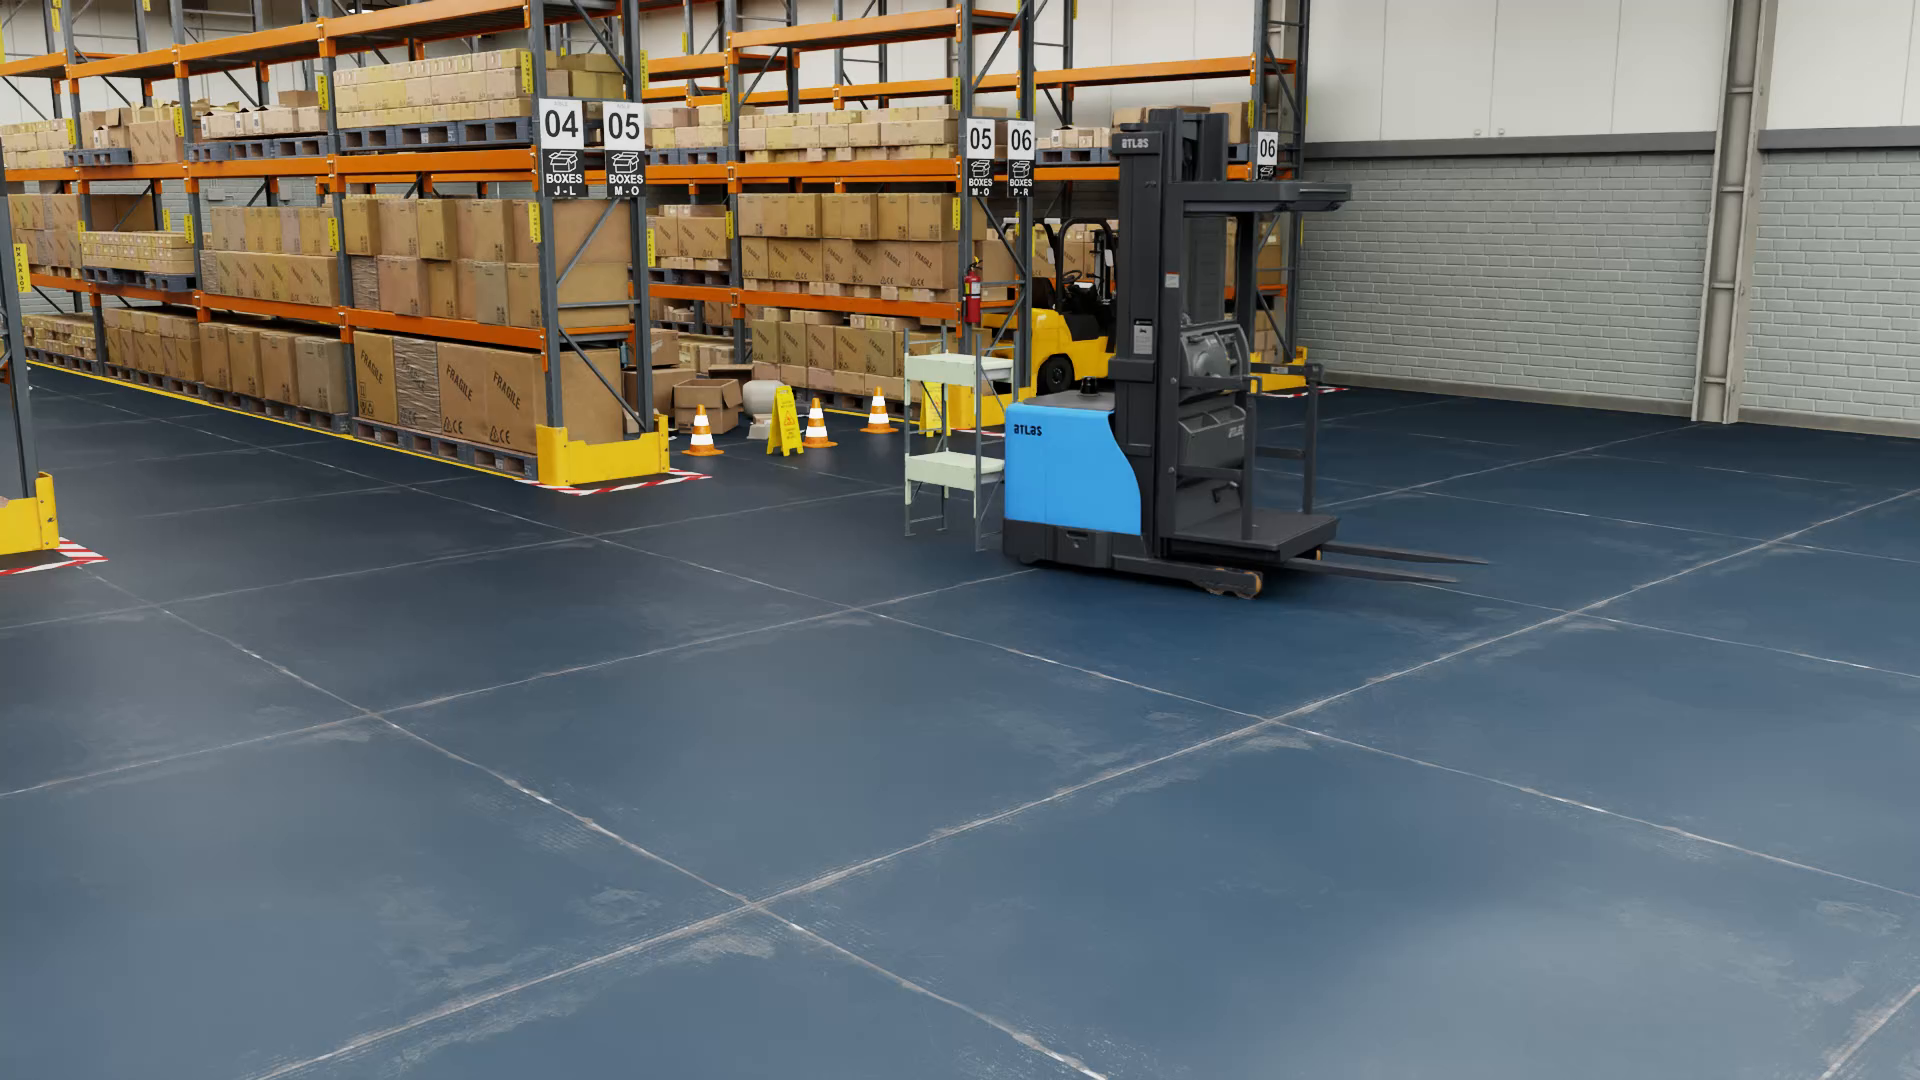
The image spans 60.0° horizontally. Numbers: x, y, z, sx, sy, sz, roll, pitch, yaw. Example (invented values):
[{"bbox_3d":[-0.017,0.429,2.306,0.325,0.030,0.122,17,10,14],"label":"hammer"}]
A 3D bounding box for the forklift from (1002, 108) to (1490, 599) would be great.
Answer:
[{"bbox_3d":[1.796,-1.198,10.463,3.031,2.935,1.130,8,14,32],"label":"forklift"}]

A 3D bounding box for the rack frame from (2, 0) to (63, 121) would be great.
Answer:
[{"bbox_3d":[-14.179,-7.301,25.048,1.000,3.000,0.127,-11,16,-43],"label":"rack frame"}]

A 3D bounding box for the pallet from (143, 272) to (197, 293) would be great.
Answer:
[{"bbox_3d":[-9.223,-3.190,20.439,1.213,0.211,1.003,-11,16,-43],"label":"pallet"}]

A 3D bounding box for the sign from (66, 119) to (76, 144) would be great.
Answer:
[{"bbox_3d":[-11.804,-5.425,22.093,0.100,0.325,0.005,-11,16,-43],"label":"sign"}]

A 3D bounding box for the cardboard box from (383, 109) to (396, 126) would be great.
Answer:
[{"bbox_3d":[-5.182,-3.963,15.616,0.380,0.149,0.250,-11,16,-43],"label":"cardboard box"}]

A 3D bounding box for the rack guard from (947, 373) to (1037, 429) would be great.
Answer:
[{"bbox_3d":[0.328,-1.519,18.045,1.175,0.500,0.348,-11,16,-43],"label":"rack guard"}]

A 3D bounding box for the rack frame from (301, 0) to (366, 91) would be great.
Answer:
[{"bbox_3d":[-10.668,-8.006,28.468,1.000,3.000,0.127,-11,16,-43],"label":"rack frame"}]

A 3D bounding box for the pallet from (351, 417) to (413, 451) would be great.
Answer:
[{"bbox_3d":[-5.423,-1.124,16.843,1.003,0.211,1.213,-11,16,-43],"label":"pallet"}]

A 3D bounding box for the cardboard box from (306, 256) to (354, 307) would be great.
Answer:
[{"bbox_3d":[-6.445,-2.699,17.332,0.500,0.500,0.500,-11,16,-43],"label":"cardboard box"}]

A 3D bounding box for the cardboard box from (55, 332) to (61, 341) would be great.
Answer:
[{"bbox_3d":[-13.053,-3.022,24.435,0.380,0.149,0.250,-10,15,-40],"label":"cardboard box"}]

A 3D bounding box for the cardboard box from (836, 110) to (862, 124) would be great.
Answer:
[{"bbox_3d":[-1.150,-4.696,18.485,0.380,0.149,0.250,-10,16,-41],"label":"cardboard box"}]

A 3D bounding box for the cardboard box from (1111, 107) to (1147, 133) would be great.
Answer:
[{"bbox_3d":[2.475,-5.484,22.116,0.797,0.503,0.637,-10,15,-41],"label":"cardboard box"}]

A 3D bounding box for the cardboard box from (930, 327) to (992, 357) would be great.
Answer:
[{"bbox_3d":[0.007,-2.118,18.674,0.500,0.500,0.500,11,16,43],"label":"cardboard box"}]

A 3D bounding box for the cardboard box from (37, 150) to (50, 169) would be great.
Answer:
[{"bbox_3d":[-12.638,-5.357,23.418,0.500,0.250,0.500,-11,16,-43],"label":"cardboard box"}]

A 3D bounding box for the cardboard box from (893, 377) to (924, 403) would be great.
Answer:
[{"bbox_3d":[-0.388,-1.675,18.382,0.500,0.250,0.500,-11,16,-43],"label":"cardboard box"}]

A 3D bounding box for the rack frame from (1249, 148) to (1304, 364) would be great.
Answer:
[{"bbox_3d":[3.968,-3.424,21.099,1.000,3.000,0.127,-11,16,-43],"label":"rack frame"}]

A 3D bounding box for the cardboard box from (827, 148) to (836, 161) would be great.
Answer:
[{"bbox_3d":[-1.277,-4.357,18.814,0.380,0.149,0.250,-11,16,-42],"label":"cardboard box"}]

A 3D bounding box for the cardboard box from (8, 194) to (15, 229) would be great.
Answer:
[{"bbox_3d":[-14.061,-4.945,25.015,0.500,0.500,0.500,-11,16,-43],"label":"cardboard box"}]

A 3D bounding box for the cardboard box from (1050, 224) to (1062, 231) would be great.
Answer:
[{"bbox_3d":[1.470,-4.410,23.288,0.380,0.149,0.250,-11,16,-42],"label":"cardboard box"}]

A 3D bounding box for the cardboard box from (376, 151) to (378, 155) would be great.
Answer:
[{"bbox_3d":[-9.385,-6.525,27.178,0.500,0.500,0.500,-11,16,-42],"label":"cardboard box"}]

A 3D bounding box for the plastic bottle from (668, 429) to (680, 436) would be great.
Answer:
[{"bbox_3d":[-3.050,-1.116,17.174,0.283,0.061,0.133,6,13,26],"label":"plastic bottle"}]

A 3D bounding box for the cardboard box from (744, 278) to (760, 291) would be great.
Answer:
[{"bbox_3d":[-2.396,-3.102,20.158,0.380,0.149,0.250,-11,16,-43],"label":"cardboard box"}]

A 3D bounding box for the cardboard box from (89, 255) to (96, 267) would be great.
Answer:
[{"bbox_3d":[-11.281,-3.700,22.020,0.380,0.149,0.250,-11,16,-42],"label":"cardboard box"}]

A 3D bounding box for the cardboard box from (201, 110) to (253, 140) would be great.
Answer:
[{"bbox_3d":[-8.313,-4.739,18.979,0.500,0.311,0.500,-11,16,-42],"label":"cardboard box"}]

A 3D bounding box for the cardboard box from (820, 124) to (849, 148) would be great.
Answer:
[{"bbox_3d":[-1.226,-4.533,18.679,0.500,0.250,0.500,-11,16,-42],"label":"cardboard box"}]

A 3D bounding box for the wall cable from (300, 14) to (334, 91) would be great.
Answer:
[{"bbox_3d":[-12.214,-9.302,34.667,2.988,3.039,0.133,-11,16,-43],"label":"wall cable"}]

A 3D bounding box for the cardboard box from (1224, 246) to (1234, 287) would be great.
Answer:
[{"bbox_3d":[3.439,-3.509,21.260,0.500,0.500,0.500,-11,16,-44],"label":"cardboard box"}]

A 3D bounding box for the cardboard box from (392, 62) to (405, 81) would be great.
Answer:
[{"bbox_3d":[-5.006,-4.317,15.354,0.380,0.149,0.250,-11,16,-43],"label":"cardboard box"}]

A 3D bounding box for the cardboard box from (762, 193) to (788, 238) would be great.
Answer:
[{"bbox_3d":[-1.897,-3.828,19.597,0.700,0.500,0.500,-11,16,-42],"label":"cardboard box"}]

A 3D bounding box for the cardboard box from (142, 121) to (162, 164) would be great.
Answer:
[{"bbox_3d":[-9.587,-4.832,20.252,0.500,0.500,0.500,-11,16,-43],"label":"cardboard box"}]

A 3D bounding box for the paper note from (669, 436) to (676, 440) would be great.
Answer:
[{"bbox_3d":[-2.956,-1.032,16.849,0.144,0.017,0.142,-5,13,-23],"label":"paper note"}]

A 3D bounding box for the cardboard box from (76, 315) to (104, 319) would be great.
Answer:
[{"bbox_3d":[-13.094,-3.310,25.095,0.250,0.149,0.380,11,16,43],"label":"cardboard box"}]

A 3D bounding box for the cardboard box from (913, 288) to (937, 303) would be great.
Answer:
[{"bbox_3d":[-0.287,-2.655,17.989,0.380,0.149,0.250,-11,16,-43],"label":"cardboard box"}]

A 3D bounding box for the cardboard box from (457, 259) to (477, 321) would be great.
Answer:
[{"bbox_3d":[-4.110,-2.325,15.393,0.875,0.550,0.550,-11,16,-43],"label":"cardboard box"}]

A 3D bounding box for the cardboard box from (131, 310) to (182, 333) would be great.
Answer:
[{"bbox_3d":[-10.379,-2.831,21.512,0.500,0.250,0.500,-10,15,-40],"label":"cardboard box"}]

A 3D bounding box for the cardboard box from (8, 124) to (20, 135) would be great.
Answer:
[{"bbox_3d":[-13.655,-5.994,24.285,0.380,0.149,0.250,-11,16,-42],"label":"cardboard box"}]

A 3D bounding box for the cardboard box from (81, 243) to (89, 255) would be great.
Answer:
[{"bbox_3d":[-11.477,-3.886,22.183,0.380,0.149,0.250,-11,16,-42],"label":"cardboard box"}]

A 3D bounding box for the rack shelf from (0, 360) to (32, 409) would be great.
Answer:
[{"bbox_3d":[-8.168,-1.291,12.526,1.077,0.370,4.000,-11,16,-43],"label":"rack shelf"}]

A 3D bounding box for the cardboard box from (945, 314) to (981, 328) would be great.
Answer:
[{"bbox_3d":[0.307,-3.240,25.047,0.875,0.625,0.625,-11,16,-43],"label":"cardboard box"}]

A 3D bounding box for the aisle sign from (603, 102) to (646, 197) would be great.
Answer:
[{"bbox_3d":[-2.863,-3.332,14.210,0.394,0.787,0.004,-11,16,-43],"label":"aisle sign"}]

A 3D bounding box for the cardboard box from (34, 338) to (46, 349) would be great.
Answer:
[{"bbox_3d":[-13.535,-2.936,24.755,0.380,0.149,0.250,-11,16,-42],"label":"cardboard box"}]

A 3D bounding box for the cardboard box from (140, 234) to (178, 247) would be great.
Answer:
[{"bbox_3d":[-9.864,-3.690,20.498,0.380,0.149,0.250,-10,15,-41],"label":"cardboard box"}]

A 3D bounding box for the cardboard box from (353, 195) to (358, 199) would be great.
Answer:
[{"bbox_3d":[-9.880,-5.684,27.734,0.380,0.149,0.250,-11,16,-42],"label":"cardboard box"}]

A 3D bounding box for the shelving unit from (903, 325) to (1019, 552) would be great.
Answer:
[{"bbox_3d":[0.005,-0.734,11.755,0.431,1.500,0.755,-11,16,-43],"label":"shelving unit"}]

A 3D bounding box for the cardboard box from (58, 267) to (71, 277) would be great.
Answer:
[{"bbox_3d":[-12.550,-3.811,23.599,0.250,0.149,0.380,11,16,43],"label":"cardboard box"}]

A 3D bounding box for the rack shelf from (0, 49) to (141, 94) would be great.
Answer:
[{"bbox_3d":[-12.798,-6.655,23.704,1.077,0.370,4.000,-11,16,-43],"label":"rack shelf"}]

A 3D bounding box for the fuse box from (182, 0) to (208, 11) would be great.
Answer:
[{"bbox_3d":[-14.744,-10.353,31.933,0.513,0.334,0.176,-11,16,-43],"label":"fuse box"}]

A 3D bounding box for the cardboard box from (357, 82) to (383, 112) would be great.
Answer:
[{"bbox_3d":[-5.407,-4.224,15.891,0.500,0.250,0.500,-11,16,-43],"label":"cardboard box"}]

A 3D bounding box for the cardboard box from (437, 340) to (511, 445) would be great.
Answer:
[{"bbox_3d":[-4.255,-1.411,15.549,0.875,0.875,0.875,-11,16,-43],"label":"cardboard box"}]

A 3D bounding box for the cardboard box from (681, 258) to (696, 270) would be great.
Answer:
[{"bbox_3d":[-3.310,-3.509,21.091,0.380,0.149,0.250,-11,16,-43],"label":"cardboard box"}]

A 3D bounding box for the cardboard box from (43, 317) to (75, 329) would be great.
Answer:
[{"bbox_3d":[-13.288,-3.195,24.536,0.380,0.149,0.250,-10,15,-40],"label":"cardboard box"}]

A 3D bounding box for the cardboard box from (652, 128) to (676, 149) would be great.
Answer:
[{"bbox_3d":[-3.587,-5.131,21.282,0.500,0.250,0.500,-11,16,-42],"label":"cardboard box"}]

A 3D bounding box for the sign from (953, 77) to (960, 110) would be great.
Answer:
[{"bbox_3d":[-0.034,-4.561,16.986,0.100,0.325,0.005,-11,16,-43],"label":"sign"}]

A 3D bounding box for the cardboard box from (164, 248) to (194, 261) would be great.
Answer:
[{"bbox_3d":[-9.325,-3.432,19.981,0.380,0.149,0.250,-10,16,-41],"label":"cardboard box"}]
